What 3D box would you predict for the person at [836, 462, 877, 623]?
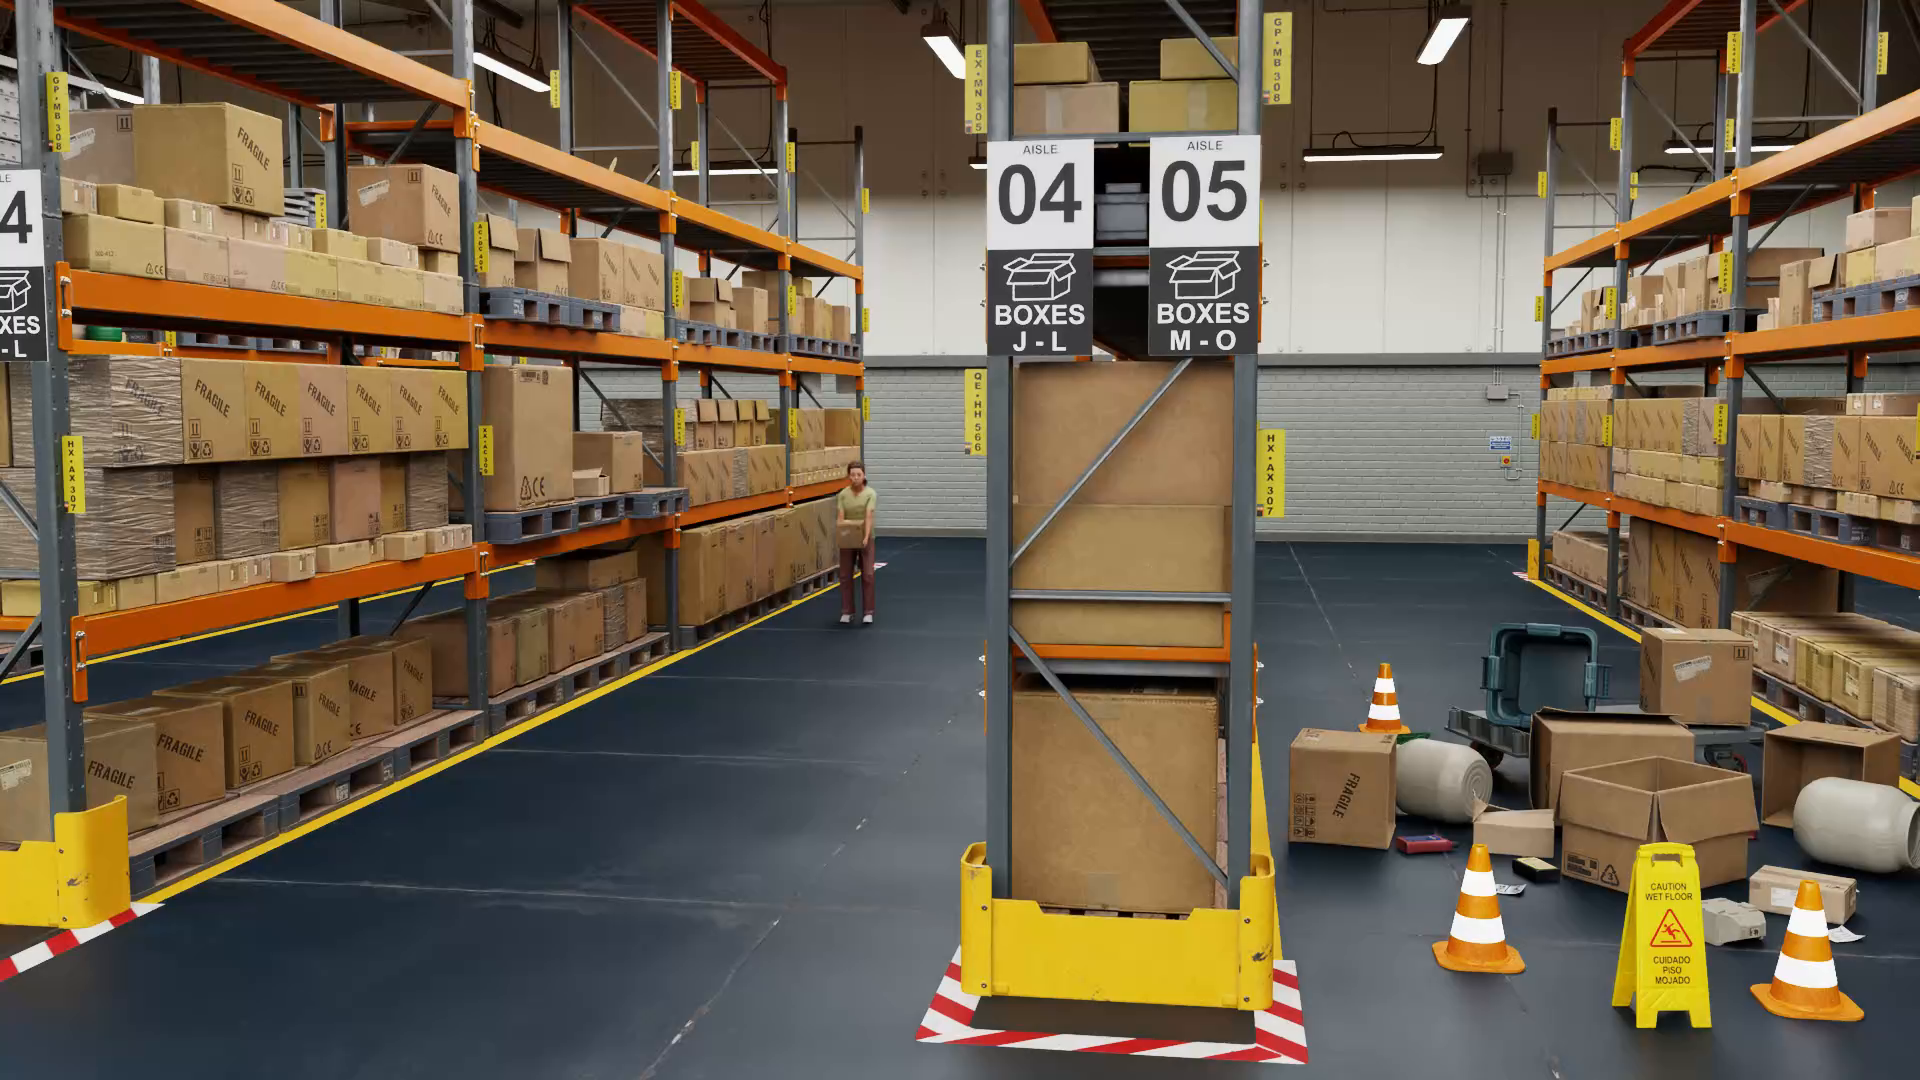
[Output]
[{"bbox_3d":[-1.067,0.029,17.113,0.408,1.663,0.513,1,5,8],"label":"person"}]
